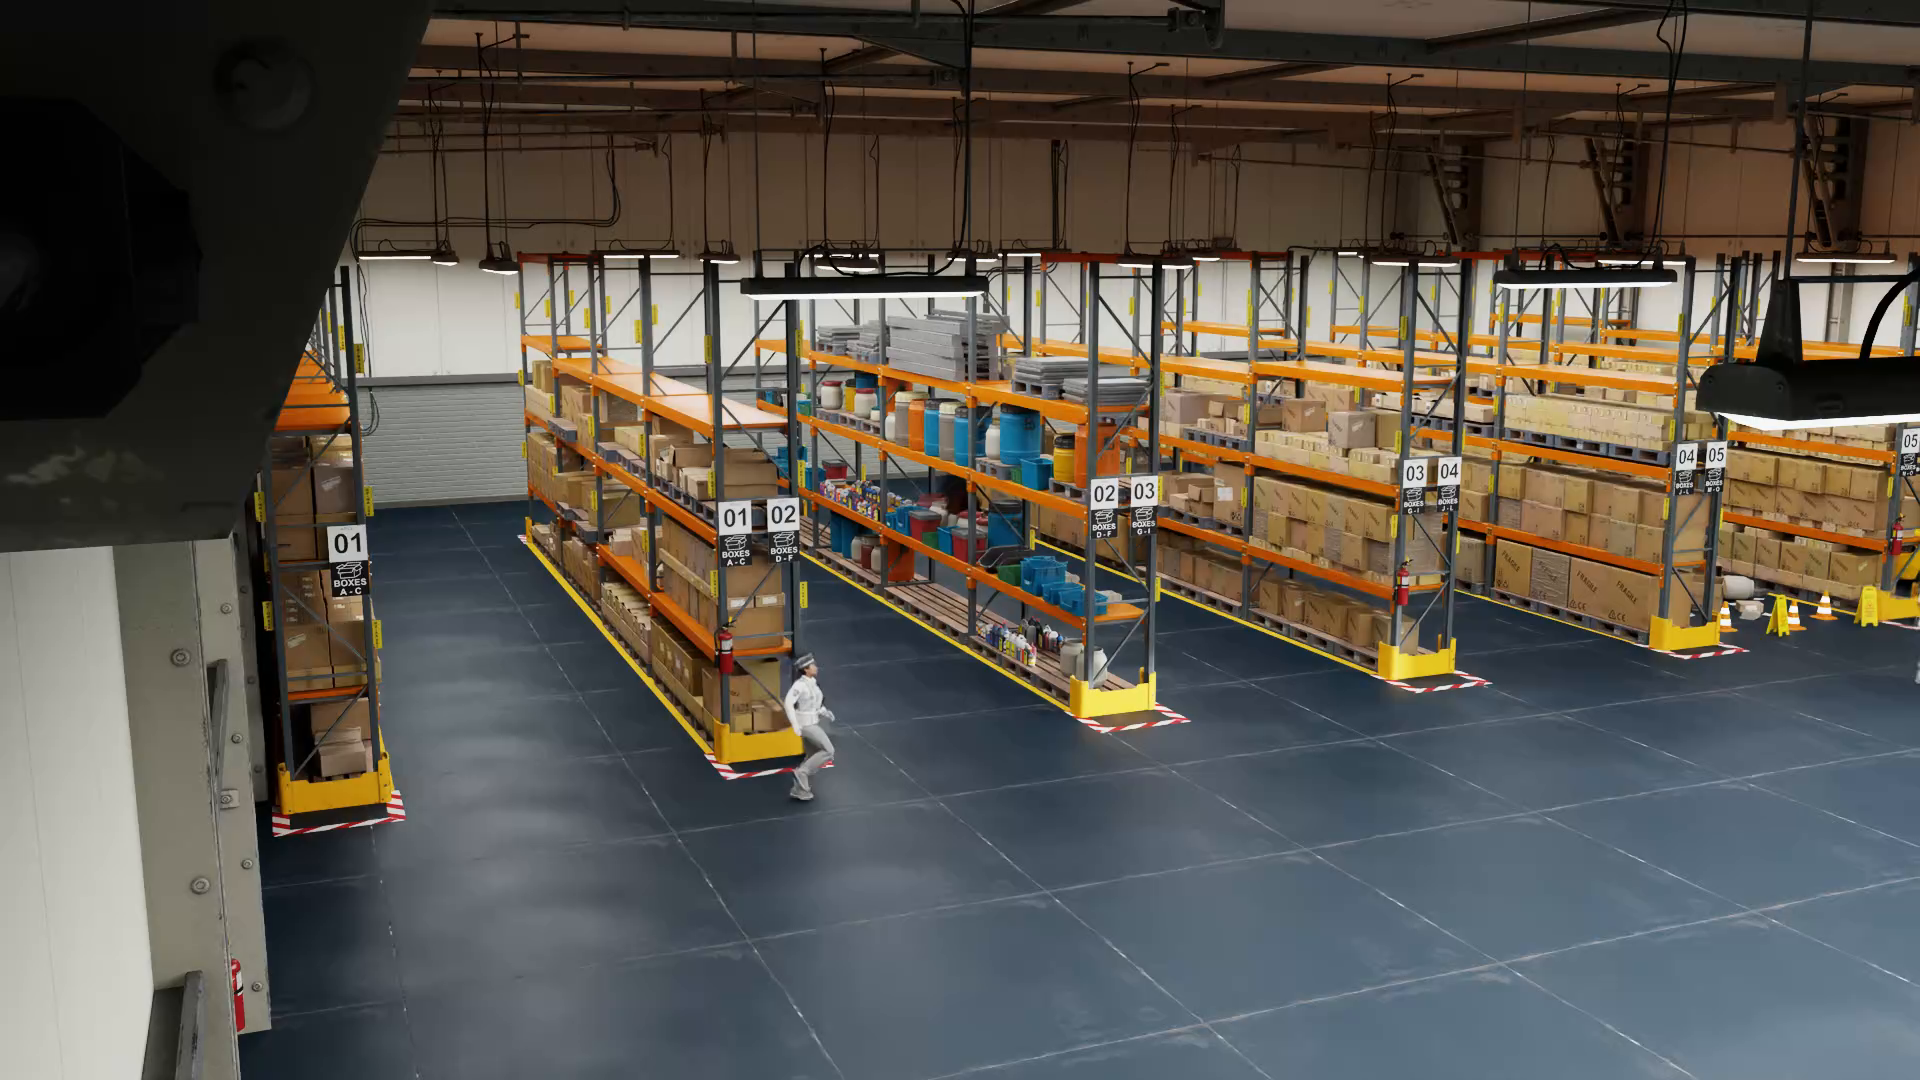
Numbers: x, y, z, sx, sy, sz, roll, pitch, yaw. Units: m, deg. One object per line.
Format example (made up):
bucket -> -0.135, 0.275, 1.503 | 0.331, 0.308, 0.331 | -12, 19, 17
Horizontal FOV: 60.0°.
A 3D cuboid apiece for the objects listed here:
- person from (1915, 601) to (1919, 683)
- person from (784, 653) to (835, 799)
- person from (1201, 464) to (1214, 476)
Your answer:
person -> 13.936, 1.267, 23.582 | 0.565, 1.620, 0.571 | 4, 11, 20
person -> -1.691, 2.109, 18.970 | 0.545, 1.642, 0.583 | 1, 10, 4
person -> 6.360, -2.163, 42.234 | 0.582, 1.659, 0.590 | -3, 11, -16
